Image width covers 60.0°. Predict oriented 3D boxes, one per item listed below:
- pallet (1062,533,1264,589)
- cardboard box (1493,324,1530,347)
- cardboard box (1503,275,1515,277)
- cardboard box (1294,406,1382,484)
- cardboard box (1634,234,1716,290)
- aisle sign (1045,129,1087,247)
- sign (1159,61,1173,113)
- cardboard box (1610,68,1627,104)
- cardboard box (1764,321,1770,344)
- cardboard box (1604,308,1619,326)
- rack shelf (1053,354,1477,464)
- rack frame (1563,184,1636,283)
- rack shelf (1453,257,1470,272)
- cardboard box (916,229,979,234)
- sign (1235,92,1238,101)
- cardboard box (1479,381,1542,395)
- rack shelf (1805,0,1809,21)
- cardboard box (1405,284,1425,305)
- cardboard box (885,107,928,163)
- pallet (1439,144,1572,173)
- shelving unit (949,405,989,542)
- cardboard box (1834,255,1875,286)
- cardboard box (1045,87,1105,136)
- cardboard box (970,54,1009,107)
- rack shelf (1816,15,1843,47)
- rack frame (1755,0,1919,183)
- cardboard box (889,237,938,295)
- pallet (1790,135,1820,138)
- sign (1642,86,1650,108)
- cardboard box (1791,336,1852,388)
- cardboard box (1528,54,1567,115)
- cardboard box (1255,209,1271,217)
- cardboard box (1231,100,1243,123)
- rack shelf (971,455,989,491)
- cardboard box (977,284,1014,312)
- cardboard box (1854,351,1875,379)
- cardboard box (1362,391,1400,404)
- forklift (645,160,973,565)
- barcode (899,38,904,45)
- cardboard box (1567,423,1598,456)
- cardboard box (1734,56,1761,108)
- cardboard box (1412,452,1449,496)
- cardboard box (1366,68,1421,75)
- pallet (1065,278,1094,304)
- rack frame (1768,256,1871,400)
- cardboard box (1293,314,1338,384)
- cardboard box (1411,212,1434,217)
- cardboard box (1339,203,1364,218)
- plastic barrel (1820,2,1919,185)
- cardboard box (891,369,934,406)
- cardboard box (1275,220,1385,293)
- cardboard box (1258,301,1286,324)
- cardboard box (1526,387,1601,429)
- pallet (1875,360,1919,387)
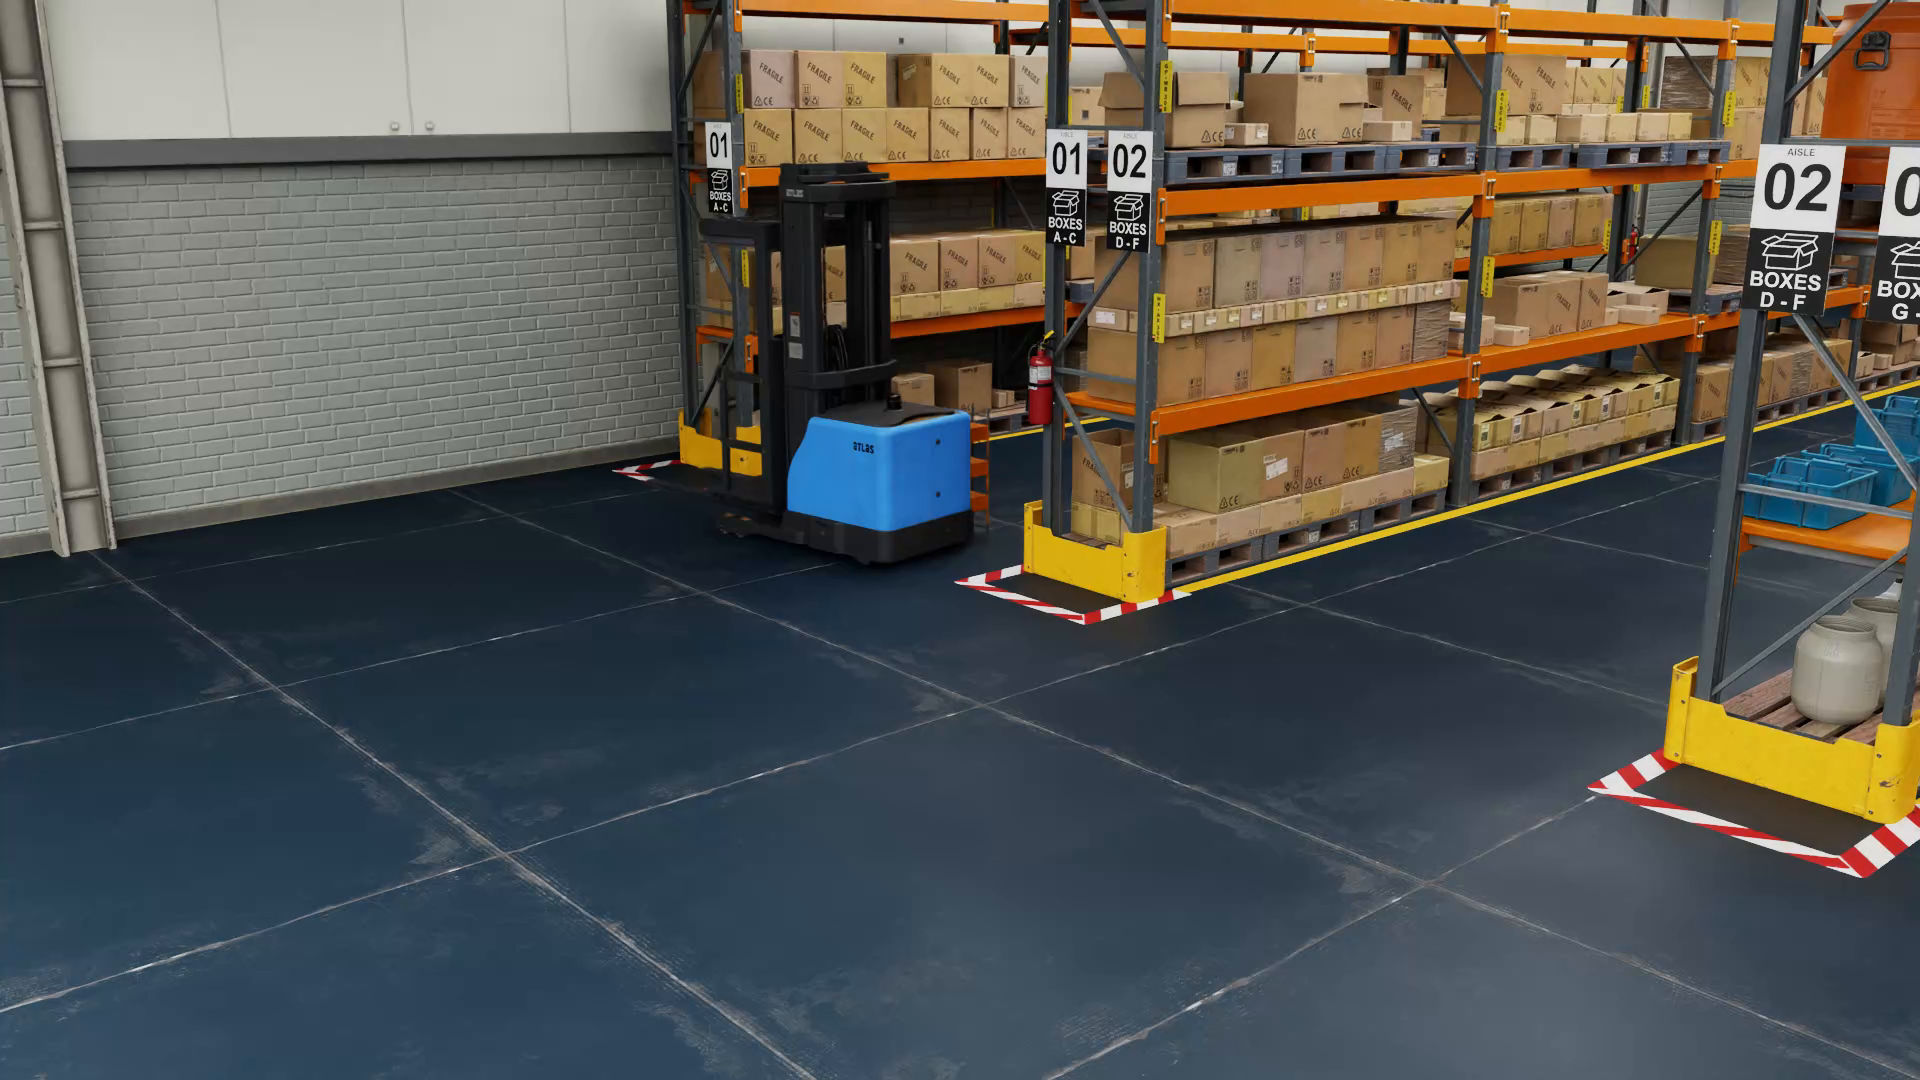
[{"bbox_3d":[1.529,0.062,12.609,1.213,0.211,1.003,-13,19,-39],"label":"pallet"},{"bbox_3d":[4.800,-1.814,14.715,0.250,0.149,0.380,-13,19,-39],"label":"cardboard box"},{"bbox_3d":[8.149,-3.794,24.416,0.250,0.149,0.380,-13,20,-40],"label":"cardboard box"},{"bbox_3d":[3.031,-0.773,13.392,0.500,0.500,0.500,-13,19,-39],"label":"cardboard box"},{"bbox_3d":[7.416,-2.882,17.221,0.700,0.500,0.500,8,17,28],"label":"cardboard box"},{"bbox_3d":[0.737,-2.449,11.570,0.004,0.787,0.394,-13,19,-39],"label":"aisle sign"},{"bbox_3d":[1.339,-2.948,10.815,0.005,0.325,0.100,-13,19,-39],"label":"sign"},{"bbox_3d":[9.422,-6.635,24.294,0.500,0.500,0.500,-13,20,-40],"label":"cardboard box"},{"bbox_3d":[8.753,-2.344,18.749,0.500,0.250,0.500,-13,19,-39],"label":"cardboard box"},{"bbox_3d":[6.090,-2.154,15.989,0.250,0.149,0.380,-11,18,-35],"label":"cardboard box"},{"bbox_3d":[2.488,-1.139,13.094,4.000,0.370,1.077,-13,19,-39],"label":"rack shelf"},{"bbox_3d":[9.795,-4.822,25.488,0.127,3.000,1.000,-13,19,-39],"label":"rack frame"},{"bbox_3d":[5.269,-3.458,21.776,4.000,0.370,1.077,-13,19,-39],"label":"rack shelf"},{"bbox_3d":[-0.142,-2.962,17.327,0.500,0.500,0.500,-13,20,-40],"label":"cardboard box"},{"bbox_3d":[3.402,-5.313,20.360,0.005,0.325,0.100,-13,19,-39],"label":"sign"},{"bbox_3d":[5.262,-1.353,15.929,0.500,0.311,0.500,-13,20,-40],"label":"cardboard box"},{"bbox_3d":[5.737,-2.879,8.759,4.000,0.370,1.077,-13,19,-39],"label":"rack shelf"},{"bbox_3d":[3.549,-2.013,13.521,0.250,0.149,0.380,-13,20,-41],"label":"cardboard box"},{"bbox_3d":[-0.651,-3.894,15.971,0.500,0.500,0.500,-11,19,-36],"label":"cardboard box"},{"bbox_3d":[4.654,-3.334,14.476,1.217,0.209,0.805,-14,20,-42],"label":"pallet"},{"bbox_3d":[0.069,-0.528,13.193,0.252,1.050,0.215,-13,19,-39],"label":"shelving unit"},{"bbox_3d":[10.596,-3.262,19.455,0.500,0.500,0.500,-12,19,-38],"label":"cardboard box"},{"bbox_3d":[1.208,-4.566,17.712,0.500,0.500,0.500,-9,18,-32],"label":"cardboard box"},{"bbox_3d":[0.134,-4.546,16.474,0.500,0.500,0.500,-11,19,-36],"label":"cardboard box"},{"bbox_3d":[11.541,-6.068,19.931,4.000,0.370,1.077,-13,19,-39],"label":"rack shelf"},{"bbox_3d":[4.228,-3.081,7.346,0.127,3.000,1.000,-13,19,-39],"label":"rack frame"},{"bbox_3d":[-0.563,-2.691,16.310,0.500,0.500,0.500,-12,19,-38],"label":"cardboard box"},{"bbox_3d":[8.714,-4.266,17.958,1.003,0.211,1.213,-13,19,-39],"label":"pallet"},{"bbox_3d":[10.141,-6.552,24.593,0.005,0.325,0.100,-13,19,-39],"label":"sign"},{"bbox_3d":[9.848,-2.046,19.088,0.500,0.500,0.500,-13,20,-40],"label":"cardboard box"},{"bbox_3d":[4.903,-3.965,14.492,0.500,0.500,0.500,-10,18,-34],"label":"cardboard box"},{"bbox_3d":[3.520,-3.976,20.021,0.380,0.149,0.250,13,20,40],"label":"cardboard box"},{"bbox_3d":[2.095,-3.165,12.560,0.500,0.311,0.500,-10,18,-33],"label":"cardboard box"},{"bbox_3d":[0.069,-0.518,13.196,0.240,0.259,0.215,-13,19,-39],"label":"rack shelf"},{"bbox_3d":[0.203,-2.504,17.064,0.500,0.250,0.500,-13,19,-39],"label":"cardboard box"},{"bbox_3d":[10.491,-2.123,19.742,0.500,0.311,0.500,-13,19,-39],"label":"cardboard box"},{"bbox_3d":[3.442,-1.044,14.408,0.500,0.500,0.500,-13,19,-39],"label":"cardboard box"},{"bbox_3d":[-1.347,-1.523,13.273,3.031,2.935,1.130,13,19,39],"label":"forklift"},{"bbox_3d":[-0.588,-5.004,16.678,0.075,0.075,0.001,-13,19,-39],"label":"barcode"},{"bbox_3d":[5.624,-0.980,15.621,0.500,0.250,0.500,-12,19,-38],"label":"cardboard box"},{"bbox_3d":[7.733,-4.642,16.873,0.500,0.500,0.500,-13,19,-39],"label":"cardboard box"},{"bbox_3d":[3.791,-0.578,14.117,0.500,0.250,0.500,-13,19,-39],"label":"cardboard box"},{"bbox_3d":[5.621,-5.996,21.575,0.500,0.250,0.500,-13,20,-41],"label":"cardboard box"},{"bbox_3d":[1.415,-2.797,18.281,1.213,0.211,1.003,-13,19,-39],"label":"pallet"},{"bbox_3d":[10.032,-3.180,19.344,0.127,3.000,1.000,-13,19,-39],"label":"rack frame"},{"bbox_3d":[2.506,-1.535,12.991,0.500,0.500,0.700,-12,19,-38],"label":"cardboard box"},{"bbox_3d":[5.832,-4.047,21.778,0.500,0.500,0.500,-13,19,-39],"label":"cardboard box"},{"bbox_3d":[4.677,-4.148,20.706,0.500,0.250,0.500,-13,20,-40],"label":"cardboard box"},{"bbox_3d":[4.512,-2.149,8.025,0.708,0.830,0.600,-13,19,-39],"label":"plastic barrel"},{"bbox_3d":[-0.678,-1.427,16.771,0.500,0.500,0.700,-14,21,-43],"label":"cardboard box"},{"bbox_3d":[2.908,-2.253,13.165,0.500,0.500,0.700,-13,20,-39],"label":"cardboard box"},{"bbox_3d":[2.195,-1.709,12.384,0.250,0.149,0.380,-14,20,-41],"label":"cardboard box"},{"bbox_3d":[5.631,-1.253,15.555,0.500,0.311,0.500,-12,19,-38],"label":"cardboard box"},{"bbox_3d":[11.472,-2.157,20.916,1.213,0.211,1.003,-13,19,-39],"label":"pallet"}]
